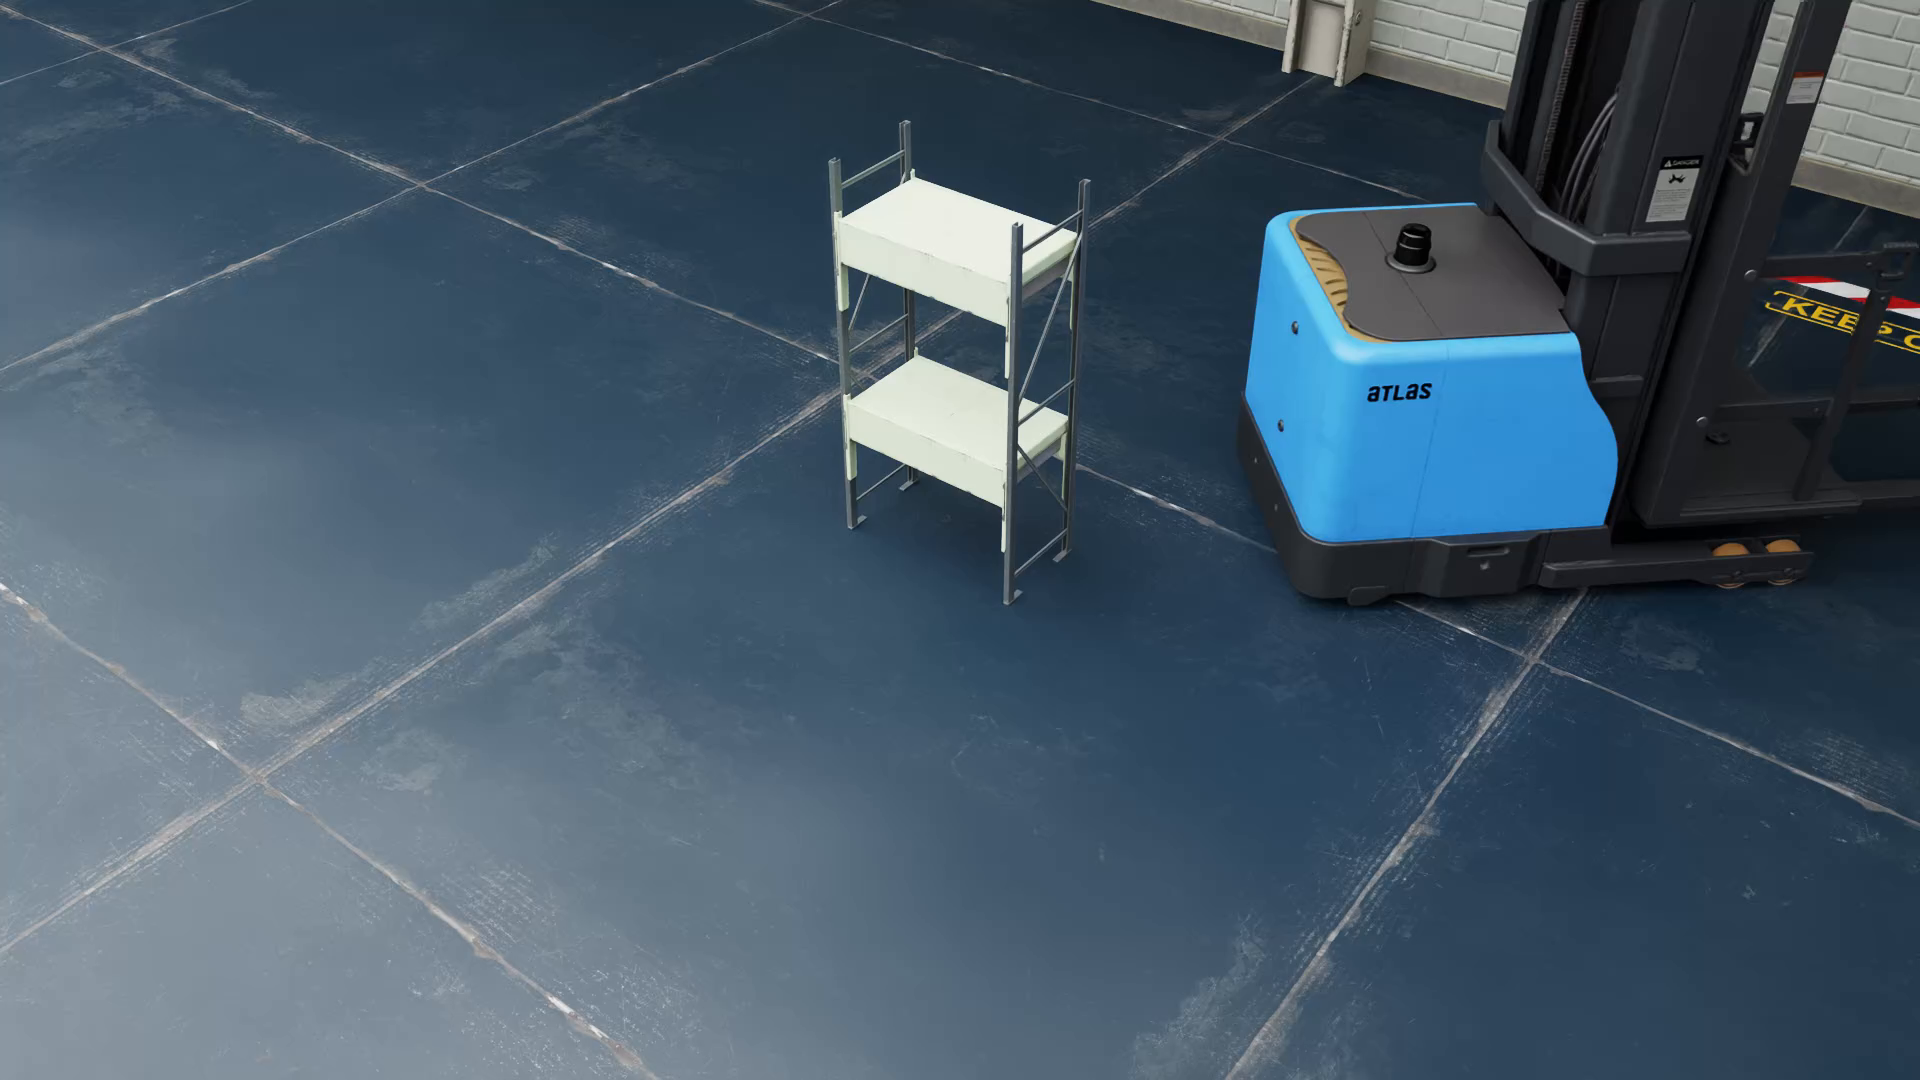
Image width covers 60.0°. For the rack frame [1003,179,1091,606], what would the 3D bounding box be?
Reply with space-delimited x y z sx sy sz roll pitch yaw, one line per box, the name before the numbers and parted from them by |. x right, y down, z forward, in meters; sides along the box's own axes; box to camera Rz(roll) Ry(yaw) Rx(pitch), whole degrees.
rack frame | 0.285 -0.456 5.616 0.023 1.500 0.400 25 45 29

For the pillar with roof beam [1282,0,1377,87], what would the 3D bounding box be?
pillar with roof beam | -0.477 -4.195 4.309 0.400 9.000 9.100 25 45 29

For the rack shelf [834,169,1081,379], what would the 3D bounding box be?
rack shelf | -0.005 -0.900 5.550 0.720 0.370 0.431 25 45 29

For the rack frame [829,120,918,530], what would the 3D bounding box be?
rack frame | -0.296 -0.730 5.966 0.023 1.500 0.400 25 45 29

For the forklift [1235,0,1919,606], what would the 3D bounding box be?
forklift | 2.645 -1.301 5.534 3.031 2.935 1.130 -4 38 -5

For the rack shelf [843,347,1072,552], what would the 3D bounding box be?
rack shelf | -0.005 -0.336 5.992 0.720 0.370 0.431 25 45 29

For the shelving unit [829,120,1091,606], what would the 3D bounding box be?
shelving unit | -0.005 -0.593 5.791 0.755 1.500 0.431 25 45 29
